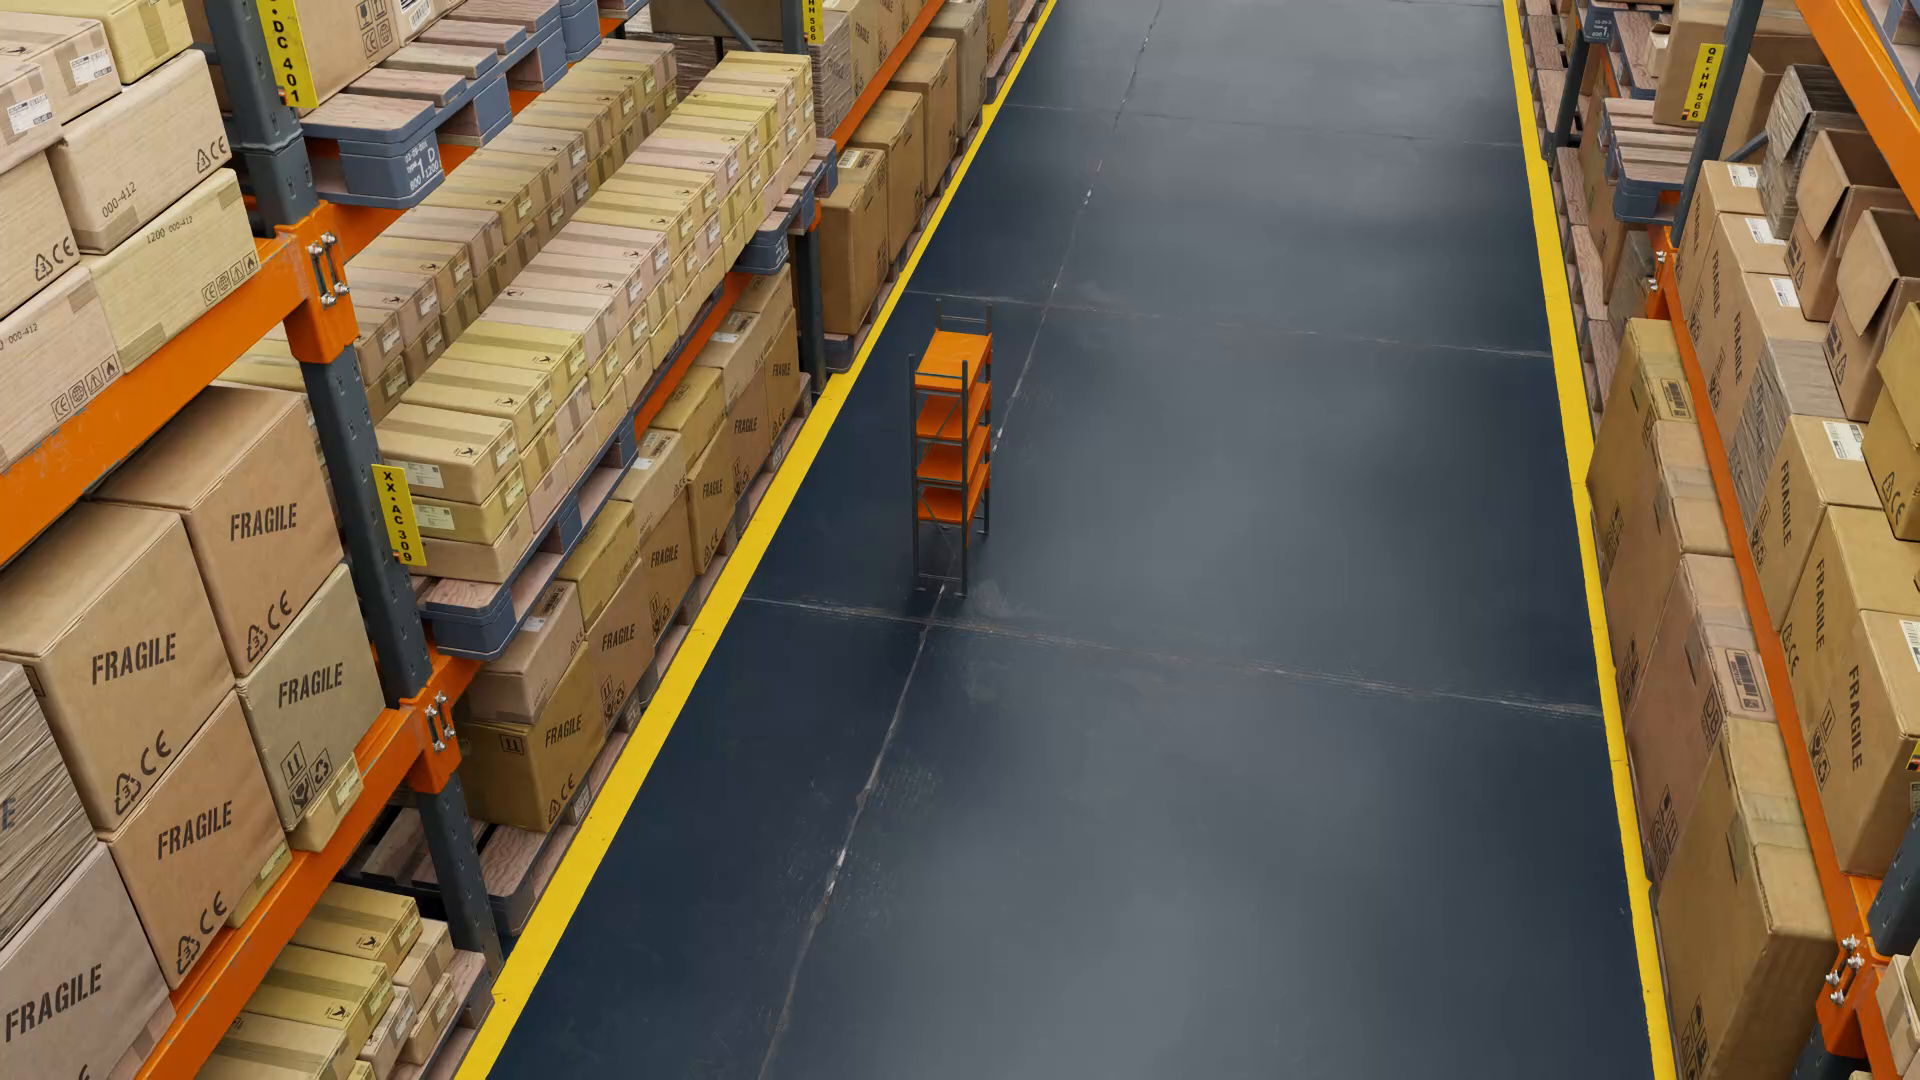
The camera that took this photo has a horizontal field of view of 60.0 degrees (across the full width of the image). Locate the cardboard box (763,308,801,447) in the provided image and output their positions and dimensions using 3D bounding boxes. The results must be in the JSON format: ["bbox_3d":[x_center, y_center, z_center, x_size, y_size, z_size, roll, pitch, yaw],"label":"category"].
[{"bbox_3d":[-1.098,-0.819,8.097,0.500,0.500,0.500,7,37,10],"label":"cardboard box"}]

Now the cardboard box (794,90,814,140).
[{"bbox_3d":[-0.874,-1.920,7.446,0.380,0.149,0.250,8,37,11],"label":"cardboard box"}]

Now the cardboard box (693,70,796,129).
[{"bbox_3d":[-0.926,-1.899,7.163,0.380,0.149,0.250,7,36,9],"label":"cardboard box"}]

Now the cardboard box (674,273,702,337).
[{"bbox_3d":[-1.204,-0.908,6.303,0.380,0.149,0.250,6,36,8],"label":"cardboard box"}]

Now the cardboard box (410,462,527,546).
[{"bbox_3d":[-1.534,-0.135,4.983,0.380,0.149,0.250,8,37,11],"label":"cardboard box"}]

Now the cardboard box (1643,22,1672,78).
[{"bbox_3d":[3.703,-2.497,8.396,0.396,0.266,0.258,6,36,9],"label":"cardboard box"}]

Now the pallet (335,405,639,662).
[{"bbox_3d":[-1.762,-0.121,5.524,1.003,0.211,1.213,7,37,10],"label":"pallet"}]

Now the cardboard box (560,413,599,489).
[{"bbox_3d":[-1.423,-0.317,5.488,0.380,0.149,0.250,8,37,10],"label":"cardboard box"}]

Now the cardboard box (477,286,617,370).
[{"bbox_3d":[-1.367,-0.706,5.517,0.380,0.149,0.250,7,36,9],"label":"cardboard box"}]

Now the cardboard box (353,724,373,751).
[{"bbox_3d":[-1.900,0.516,4.695,0.380,0.149,0.250,7,37,9],"label":"cardboard box"}]

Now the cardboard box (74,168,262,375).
[{"bbox_3d":[-1.909,-0.617,3.617,0.500,0.250,0.500,8,37,11],"label":"cardboard box"}]

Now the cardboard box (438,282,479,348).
[{"bbox_3d":[-1.954,-0.819,5.927,0.380,0.149,0.250,6,36,8],"label":"cardboard box"}]

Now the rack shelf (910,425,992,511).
[{"bbox_3d":[-0.035,-0.336,7.306,0.258,0.148,0.480,7,37,10],"label":"rack shelf"}]

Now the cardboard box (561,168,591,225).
[{"bbox_3d":[-1.730,-1.412,6.745,0.380,0.149,0.250,7,37,10],"label":"cardboard box"}]

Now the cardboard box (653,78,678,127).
[{"bbox_3d":[-1.512,-2.008,7.568,0.380,0.149,0.250,9,37,12],"label":"cardboard box"}]

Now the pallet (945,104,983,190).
[{"bbox_3d":[-0.450,-2.784,11.411,1.003,0.211,1.213,7,37,10],"label":"pallet"}]

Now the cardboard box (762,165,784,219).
[{"bbox_3d":[-0.979,-1.510,7.133,0.380,0.149,0.250,8,37,11],"label":"cardboard box"}]

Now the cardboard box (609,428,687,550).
[{"bbox_3d":[-1.427,-0.228,6.642,0.500,0.250,0.500,9,37,12],"label":"cardboard box"}]

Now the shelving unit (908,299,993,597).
[{"bbox_3d":[-0.035,-0.391,7.267,0.258,1.200,0.503,7,37,10],"label":"shelving unit"}]

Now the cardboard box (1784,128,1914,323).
[{"bbox_3d":[3.297,-1.048,5.700,0.797,0.503,0.637,8,37,11],"label":"cardboard box"}]

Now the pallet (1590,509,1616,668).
[{"bbox_3d":[3.369,0.180,7.322,1.003,0.211,1.213,7,37,10],"label":"pallet"}]

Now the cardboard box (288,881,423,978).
[{"bbox_3d":[-1.889,1.202,5.100,0.380,0.149,0.250,8,37,11],"label":"cardboard box"}]

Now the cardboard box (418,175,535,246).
[{"bbox_3d":[-1.837,-1.244,6.259,0.380,0.149,0.250,7,36,9],"label":"cardboard box"}]

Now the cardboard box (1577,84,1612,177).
[{"bbox_3d":[4.313,-2.502,10.401,0.700,0.500,0.500,5,36,6],"label":"cardboard box"}]

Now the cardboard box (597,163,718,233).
[{"bbox_3d":[-1.148,-1.301,6.339,0.380,0.149,0.250,9,37,12],"label":"cardboard box"}]

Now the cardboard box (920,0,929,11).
[{"bbox_3d":[-0.425,-3.493,9.928,0.500,0.500,0.500,8,37,10],"label":"cardboard box"}]

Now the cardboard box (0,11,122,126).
[{"bbox_3d":[-1.914,-0.929,3.282,0.380,0.149,0.250,8,37,11],"label":"cardboard box"}]

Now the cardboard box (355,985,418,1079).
[{"bbox_3d":[-1.870,1.463,4.994,0.380,0.149,0.250,6,36,8],"label":"cardboard box"}]

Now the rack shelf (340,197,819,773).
[{"bbox_3d":[-1.640,-0.634,6.681,1.077,0.370,4.000,7,37,10],"label":"rack shelf"}]

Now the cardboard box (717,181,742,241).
[{"bbox_3d":[-1.092,-1.330,6.631,0.380,0.149,0.250,7,37,10],"label":"cardboard box"}]

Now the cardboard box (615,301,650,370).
[{"bbox_3d":[-1.316,-0.736,5.812,0.380,0.149,0.250,9,37,12],"label":"cardboard box"}]

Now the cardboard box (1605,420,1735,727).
[{"bbox_3d":[3.245,0.201,6.369,1.225,0.875,0.875,7,37,10],"label":"cardboard box"}]

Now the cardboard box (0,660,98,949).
[{"bbox_3d":[-2.132,0.548,3.247,0.500,0.500,0.500,8,37,11],"label":"cardboard box"}]

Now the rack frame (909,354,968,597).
[{"bbox_3d":[-0.087,-0.251,7.074,0.240,1.200,0.015,7,37,10],"label":"rack frame"}]

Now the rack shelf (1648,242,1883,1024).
[{"bbox_3d":[3.184,0.046,5.744,1.077,0.370,4.000,7,37,10],"label":"rack shelf"}]

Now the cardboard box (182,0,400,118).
[{"bbox_3d":[-1.879,-1.407,4.136,0.700,0.500,0.500,7,37,10],"label":"cardboard box"}]

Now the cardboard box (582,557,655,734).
[{"bbox_3d":[-1.539,0.370,6.456,0.500,0.500,0.500,9,37,12],"label":"cardboard box"}]

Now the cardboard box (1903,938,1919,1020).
[{"bbox_3d":[2.400,1.078,3.581,0.500,0.250,0.500,7,36,9],"label":"cardboard box"}]

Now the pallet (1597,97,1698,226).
[{"bbox_3d":[3.659,-1.736,7.753,1.213,0.211,1.003,7,37,10],"label":"pallet"}]

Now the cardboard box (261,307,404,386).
[{"bbox_3d":[-2.059,-0.644,5.432,0.380,0.149,0.250,6,36,8],"label":"cardboard box"}]

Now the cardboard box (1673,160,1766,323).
[{"bbox_3d":[3.241,-1.188,6.748,0.500,0.500,0.500,8,37,11],"label":"cardboard box"}]

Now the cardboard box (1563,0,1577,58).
[{"bbox_3d":[4.760,-3.762,12.157,0.500,0.500,0.500,4,36,6],"label":"cardboard box"}]

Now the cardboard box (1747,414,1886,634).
[{"bbox_3d":[2.807,-0.025,5.143,0.500,0.500,0.500,7,37,9],"label":"cardboard box"}]

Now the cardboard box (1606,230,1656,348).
[{"bbox_3d":[3.840,-1.264,8.693,0.700,0.500,0.500,4,36,6],"label":"cardboard box"}]

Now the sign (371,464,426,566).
[{"bbox_3d":[-1.536,-0.065,4.546,0.100,0.325,0.005,7,37,10],"label":"sign"}]

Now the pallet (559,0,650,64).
[{"bbox_3d":[-1.613,-1.852,5.354,1.213,0.211,1.003,7,37,10],"label":"pallet"}]

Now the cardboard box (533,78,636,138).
[{"bbox_3d":[-1.613,-1.846,7.090,0.380,0.149,0.250,7,37,10],"label":"cardboard box"}]

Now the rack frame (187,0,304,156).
[{"bbox_3d":[-2.068,-2.207,3.128,1.000,3.000,0.127,7,37,10],"label":"rack frame"}]

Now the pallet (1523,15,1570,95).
[{"bbox_3d":[4.832,-3.647,12.602,1.003,0.211,1.213,7,37,10],"label":"pallet"}]

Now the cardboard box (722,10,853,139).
[{"bbox_3d":[-0.854,-2.336,8.331,0.500,0.500,0.500,8,37,10],"label":"cardboard box"}]

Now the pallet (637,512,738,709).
[{"bbox_3d":[-1.644,0.203,7.291,1.003,0.211,1.213,7,37,10],"label":"pallet"}]

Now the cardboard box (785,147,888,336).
[{"bbox_3d":[-0.995,-1.668,9.055,1.050,0.750,0.750,7,36,9],"label":"cardboard box"}]

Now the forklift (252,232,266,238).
[{"bbox_3d":[-3.742,-1.670,7.557,3.031,2.935,1.130,24,42,29],"label":"forklift"}]

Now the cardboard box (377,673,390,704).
[{"bbox_3d":[-2.155,0.301,5.911,0.500,0.250,0.500,6,36,9],"label":"cardboard box"}]
